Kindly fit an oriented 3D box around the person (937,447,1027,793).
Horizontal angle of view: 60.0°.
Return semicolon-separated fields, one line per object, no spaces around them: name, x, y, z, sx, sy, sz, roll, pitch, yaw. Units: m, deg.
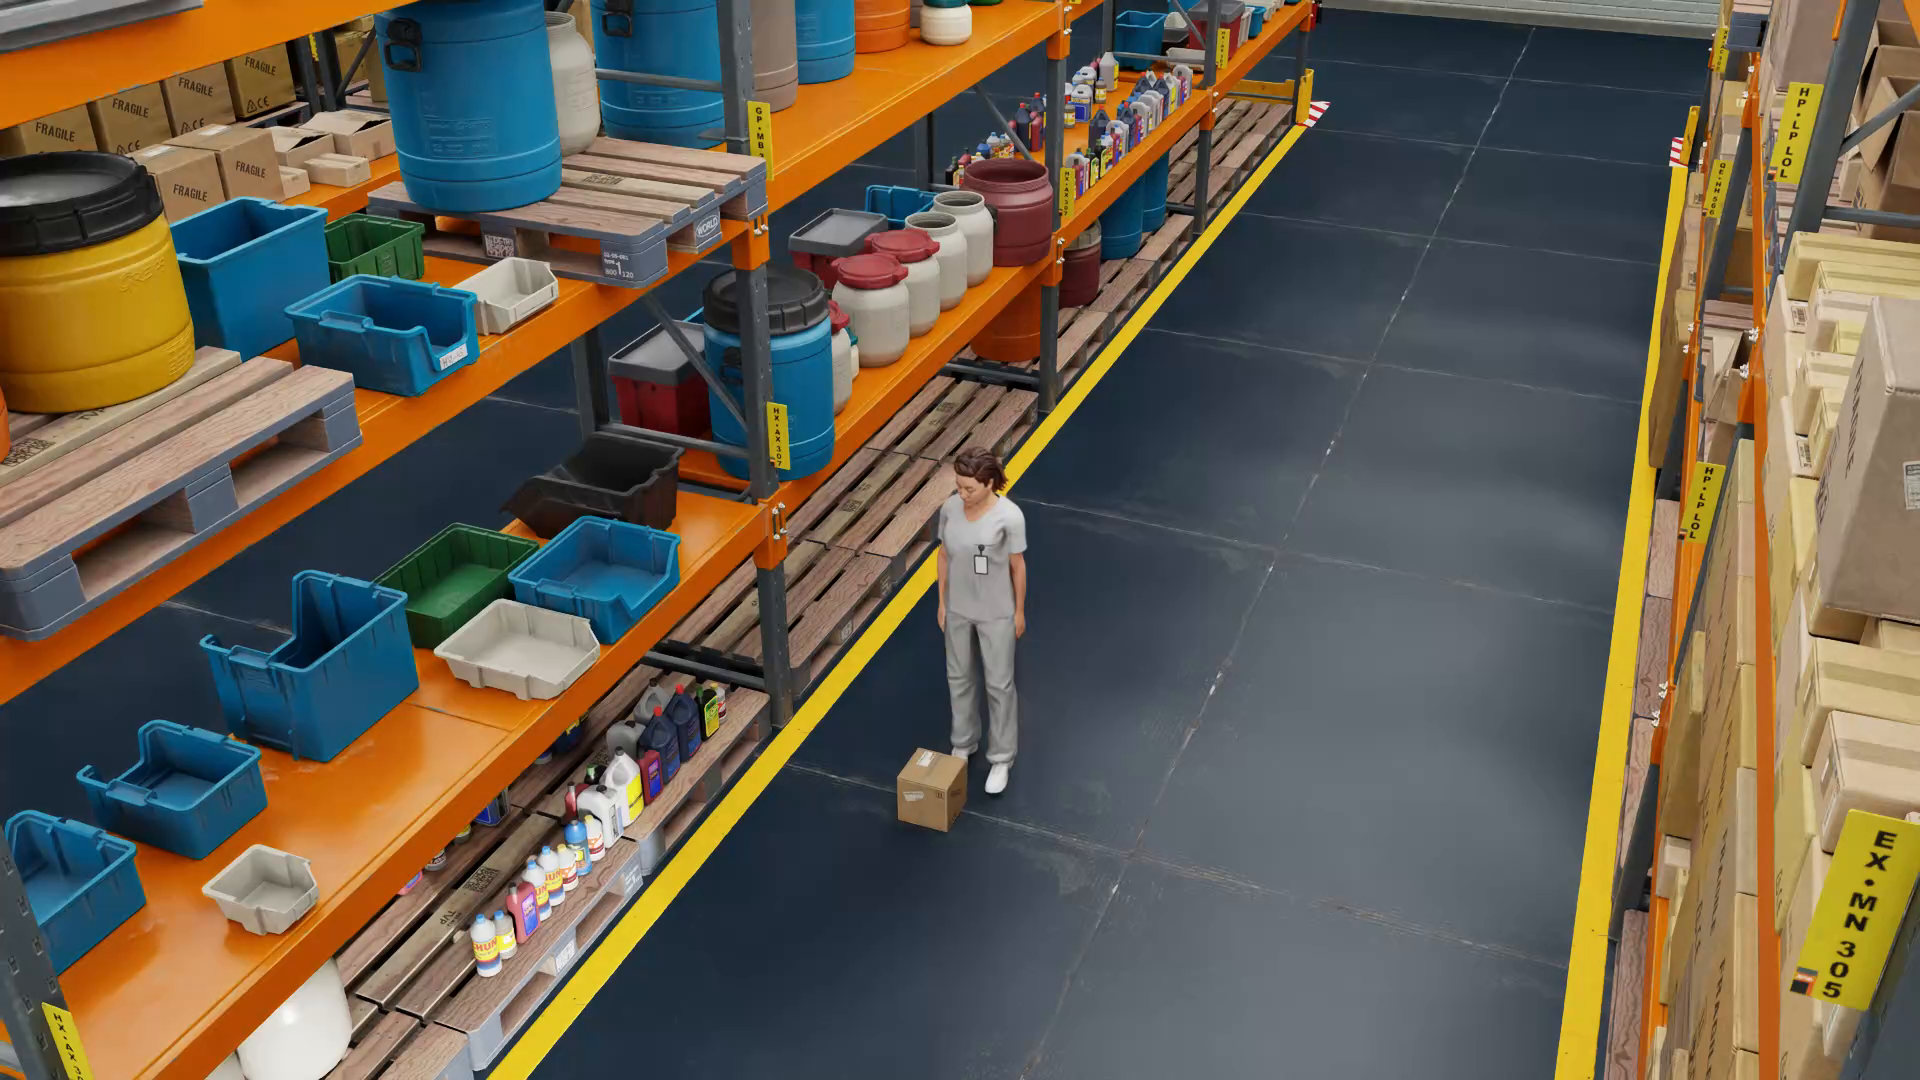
person;0.076;0.344;7.762;0.472;1.687;0.458;15;33;24
